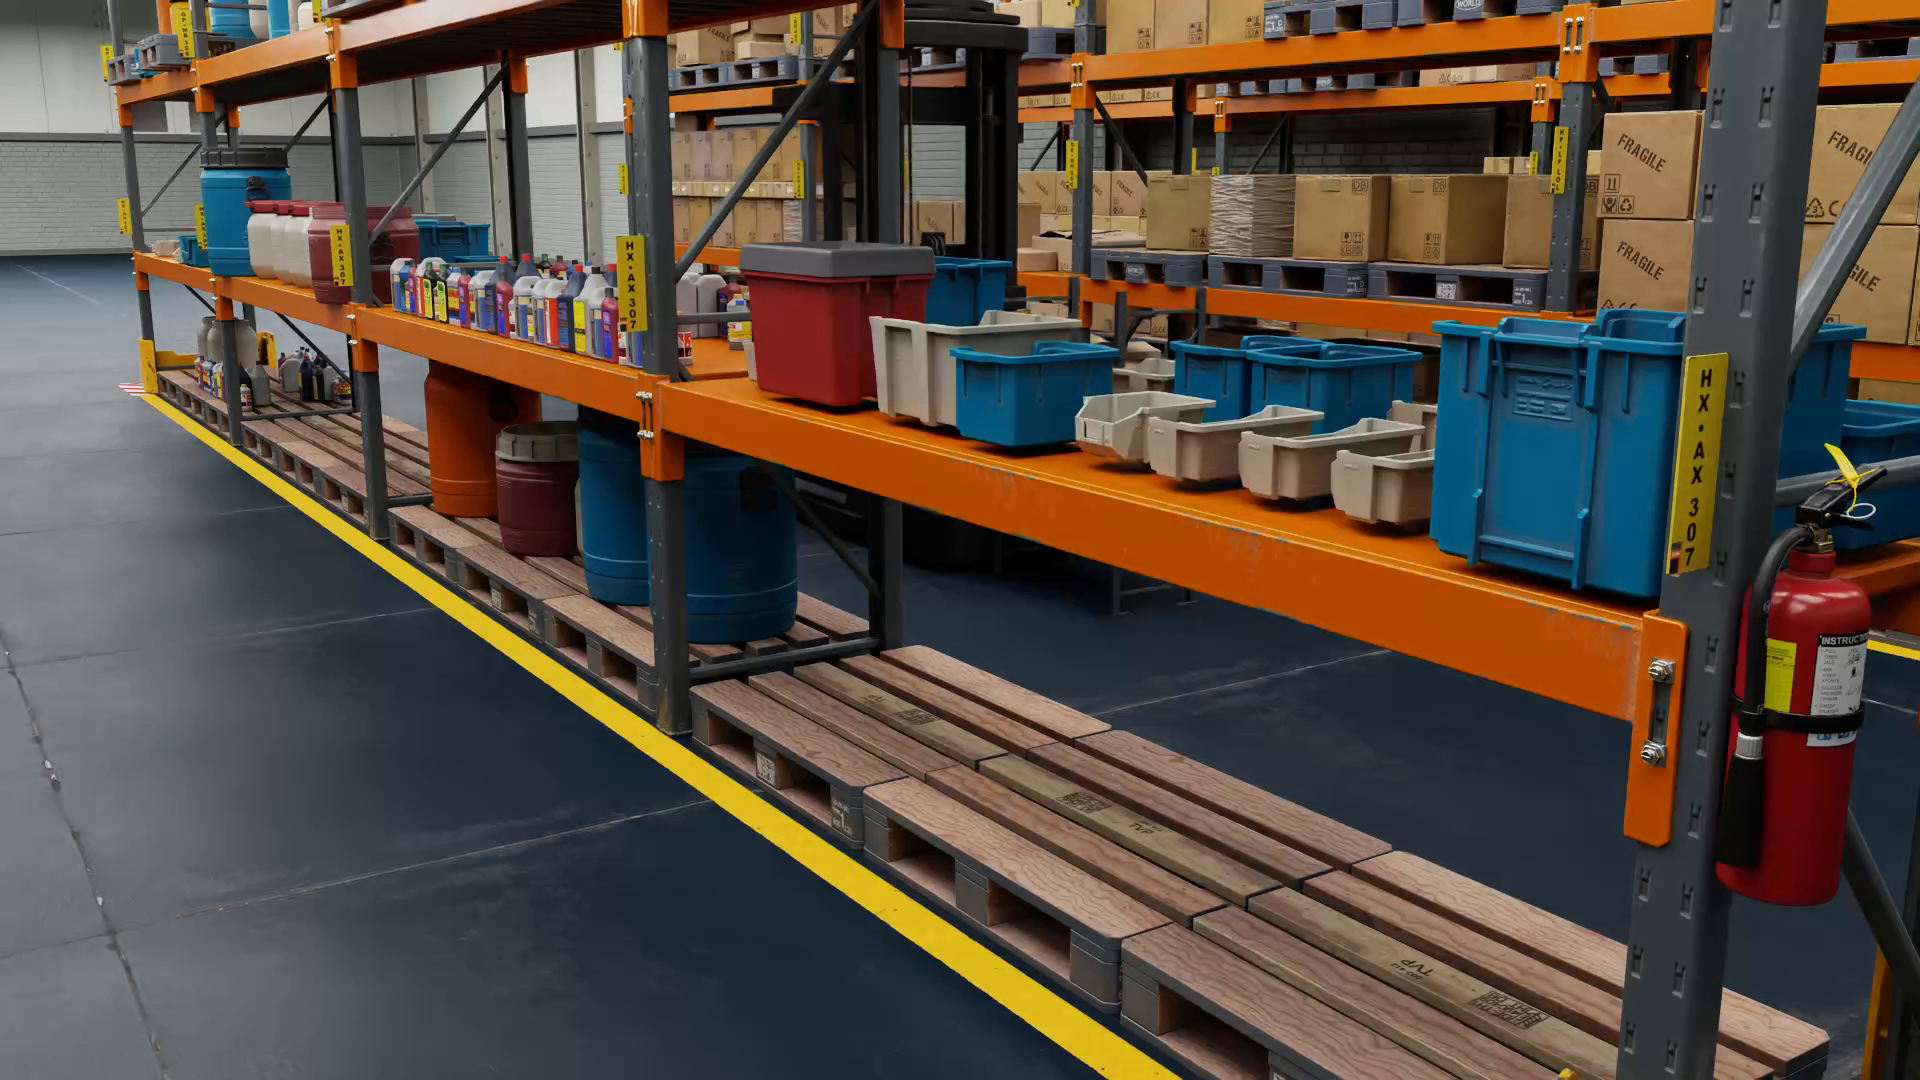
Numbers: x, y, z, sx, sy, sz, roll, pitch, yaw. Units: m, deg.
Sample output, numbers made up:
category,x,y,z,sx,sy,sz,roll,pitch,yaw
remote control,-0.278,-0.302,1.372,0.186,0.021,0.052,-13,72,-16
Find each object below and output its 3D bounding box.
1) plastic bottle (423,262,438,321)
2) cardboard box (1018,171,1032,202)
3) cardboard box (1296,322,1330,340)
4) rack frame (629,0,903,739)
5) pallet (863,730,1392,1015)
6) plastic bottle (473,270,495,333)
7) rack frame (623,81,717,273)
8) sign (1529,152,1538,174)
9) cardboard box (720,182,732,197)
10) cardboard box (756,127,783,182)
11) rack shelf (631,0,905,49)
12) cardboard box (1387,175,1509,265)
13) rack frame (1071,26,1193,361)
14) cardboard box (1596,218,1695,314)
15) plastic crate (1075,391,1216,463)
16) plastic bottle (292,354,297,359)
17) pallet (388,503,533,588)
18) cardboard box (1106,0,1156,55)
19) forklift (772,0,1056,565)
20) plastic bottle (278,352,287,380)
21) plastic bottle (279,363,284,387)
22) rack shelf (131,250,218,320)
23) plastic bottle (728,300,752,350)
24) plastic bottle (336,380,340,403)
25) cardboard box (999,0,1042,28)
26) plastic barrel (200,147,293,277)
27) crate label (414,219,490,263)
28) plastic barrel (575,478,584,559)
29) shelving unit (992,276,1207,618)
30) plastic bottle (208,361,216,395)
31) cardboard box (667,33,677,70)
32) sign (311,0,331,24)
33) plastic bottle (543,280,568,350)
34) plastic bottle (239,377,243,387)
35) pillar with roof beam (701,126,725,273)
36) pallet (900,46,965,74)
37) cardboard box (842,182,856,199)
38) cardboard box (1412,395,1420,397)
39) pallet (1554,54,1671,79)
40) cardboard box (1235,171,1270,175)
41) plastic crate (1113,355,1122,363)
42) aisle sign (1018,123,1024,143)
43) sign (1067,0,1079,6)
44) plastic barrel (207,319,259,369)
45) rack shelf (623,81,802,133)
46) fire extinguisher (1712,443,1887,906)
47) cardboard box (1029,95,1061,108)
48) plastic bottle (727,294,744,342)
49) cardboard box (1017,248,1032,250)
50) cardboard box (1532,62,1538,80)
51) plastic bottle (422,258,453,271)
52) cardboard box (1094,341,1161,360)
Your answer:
category,x,y,z,sx,sy,sz,roll,pitch,yaw
plastic bottle,-2.624,-1.239,8.281,0.061,0.283,0.133,-8,15,-33
cardboard box,0.942,-4.301,20.556,0.500,0.500,0.500,-8,15,-33
cardboard box,3.893,-2.186,17.158,0.700,0.500,0.500,-8,15,-34
rack frame,-0.671,-0.812,6.052,1.000,3.000,0.127,-8,15,-33
pallet,0.448,0.894,4.780,1.003,0.211,1.213,-8,15,-33
plastic bottle,-2.149,-1.101,7.664,0.152,0.276,0.135,-8,15,-33
rack frame,-3.194,-3.531,18.489,1.000,3.000,0.127,-8,15,-33
sign,4.913,-3.157,14.251,0.100,0.325,0.005,-8,15,-33
cardboard box,-2.159,-3.482,16.509,0.380,0.149,0.250,-8,14,-31
cardboard box,-1.510,-3.671,15.855,0.700,0.500,0.500,-8,15,-33
rack shelf,0.437,-1.570,4.182,1.077,0.370,4.000,-8,15,-33
cardboard box,2.944,-1.877,9.706,0.700,0.500,0.500,-6,14,-24
rack frame,1.238,-2.109,11.983,1.000,3.000,0.127,-8,15,-33
cardboard box,3.510,-1.323,8.157,0.500,0.500,0.500,-8,14,-31
plastic crate,0.439,-0.275,4.074,0.298,0.136,0.250,-8,15,-33
plastic bottle,-5.744,-1.483,14.466,0.152,0.276,0.135,-9,15,-34
pallet,-2.416,-0.026,8.984,1.003,0.211,1.213,-8,15,-33
cardboard box,1.508,-3.549,11.316,0.910,0.500,0.500,-8,15,-33
forklift,-0.397,-1.572,9.689,1.130,2.935,3.031,-7,14,-30
plastic bottle,-5.909,-1.498,14.520,0.061,0.283,0.133,-8,15,-33
plastic bottle,-5.837,-1.428,14.392,0.097,0.201,0.097,0,12,0
rack shelf,-6.212,-2.239,14.262,1.077,0.370,4.000,-8,15,-33
plastic bottle,-0.907,-0.889,6.871,0.097,0.201,0.097,0,12,0
plastic bottle,-4.972,-1.209,13.389,0.097,0.201,0.097,0,12,0
cardboard box,0.634,-3.871,12.389,0.500,0.250,0.500,-8,14,-31
plastic barrel,-5.142,-2.375,12.027,0.600,0.901,0.708,-8,15,-33
crate label,-3.213,-1.749,10.256,0.502,0.435,0.616,-8,15,-33
plastic barrel,-1.589,-0.137,7.808,0.421,0.512,0.421,0,12,0
shelving unit,0.651,-0.495,8.117,0.538,1.500,1.048,-7,14,-30
plastic bottle,-6.217,-1.354,13.888,0.097,0.271,0.097,0,12,0
cardboard box,-2.880,-5.218,17.628,0.797,0.503,0.637,-7,14,-29
sign,-3.342,-2.871,8.692,0.100,0.325,0.005,-8,15,-33
plastic bottle,-1.641,-0.938,6.918,0.152,0.276,0.135,-8,15,-33
plastic bottle,-5.645,-1.169,13.014,0.061,0.283,0.133,-7,14,-30
pillar with roof beam,-8.197,-8.652,27.861,9.100,9.000,0.400,-8,15,-33
pallet,0.165,-3.790,13.094,1.003,0.211,1.213,-7,14,-30
cardboard box,-0.966,-3.257,15.480,0.380,0.149,0.250,-8,15,-33
cardboard box,2.814,-0.689,10.314,0.500,0.500,0.500,-8,15,-32
pallet,5.761,-3.961,13.872,1.213,0.211,1.003,-7,14,-30
cardboard box,3.057,-3.818,18.350,0.500,0.500,0.500,-9,15,-34
plastic crate,0.172,-0.539,5.310,0.437,0.125,0.590,-8,15,-33
aisle sign,0.638,-5.366,20.792,0.394,0.787,0.004,-8,15,-33
sign,0.771,-3.801,11.305,0.100,0.325,0.005,-8,15,-33
plastic barrel,-6.614,-1.739,15.131,0.421,0.512,0.421,0,12,0
rack shelf,-2.086,-4.290,16.619,1.077,0.370,4.000,-8,15,-33
fire extinguisher,1.250,0.200,2.479,0.296,0.674,0.183,-8,15,-33
cardboard box,1.172,-5.454,19.977,0.500,0.500,0.500,-7,14,-29
plastic bottle,-0.963,-0.966,7.221,0.097,0.201,0.097,0,12,0
cardboard box,0.485,-2.206,13.017,0.380,0.149,0.250,-7,14,-29
cardboard box,5.152,-4.375,15.044,0.500,0.500,0.500,-8,15,-33
plastic bottle,-2.790,-1.365,8.874,0.152,0.276,0.135,-8,15,-33
cardboard box,1.192,-1.372,12.757,0.500,0.311,0.500,-8,14,-31
